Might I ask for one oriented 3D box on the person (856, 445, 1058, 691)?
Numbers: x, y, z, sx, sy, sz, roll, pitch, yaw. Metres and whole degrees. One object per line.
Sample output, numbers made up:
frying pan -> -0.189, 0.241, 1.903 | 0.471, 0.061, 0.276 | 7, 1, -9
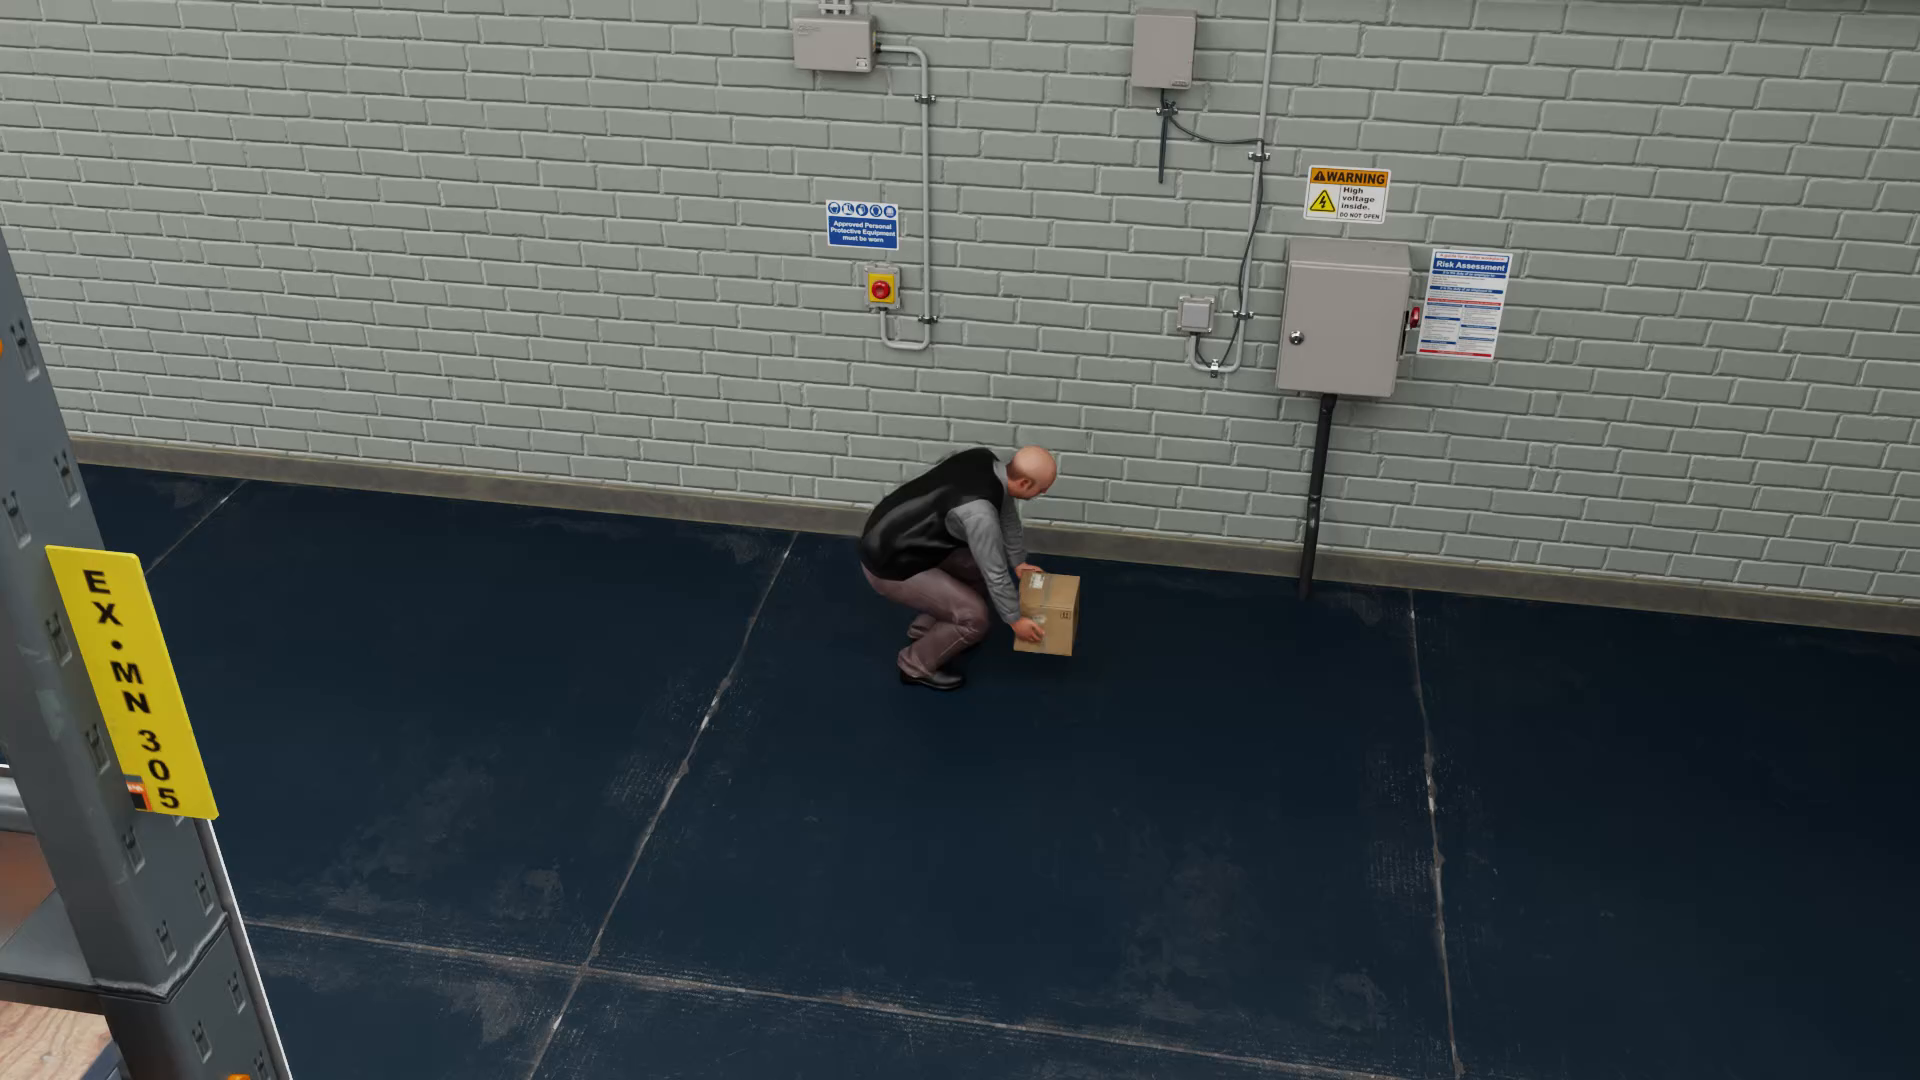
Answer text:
person -> -0.009, 0.072, 7.130 | 0.824, 1.104, 0.560 | 5, 33, 8
